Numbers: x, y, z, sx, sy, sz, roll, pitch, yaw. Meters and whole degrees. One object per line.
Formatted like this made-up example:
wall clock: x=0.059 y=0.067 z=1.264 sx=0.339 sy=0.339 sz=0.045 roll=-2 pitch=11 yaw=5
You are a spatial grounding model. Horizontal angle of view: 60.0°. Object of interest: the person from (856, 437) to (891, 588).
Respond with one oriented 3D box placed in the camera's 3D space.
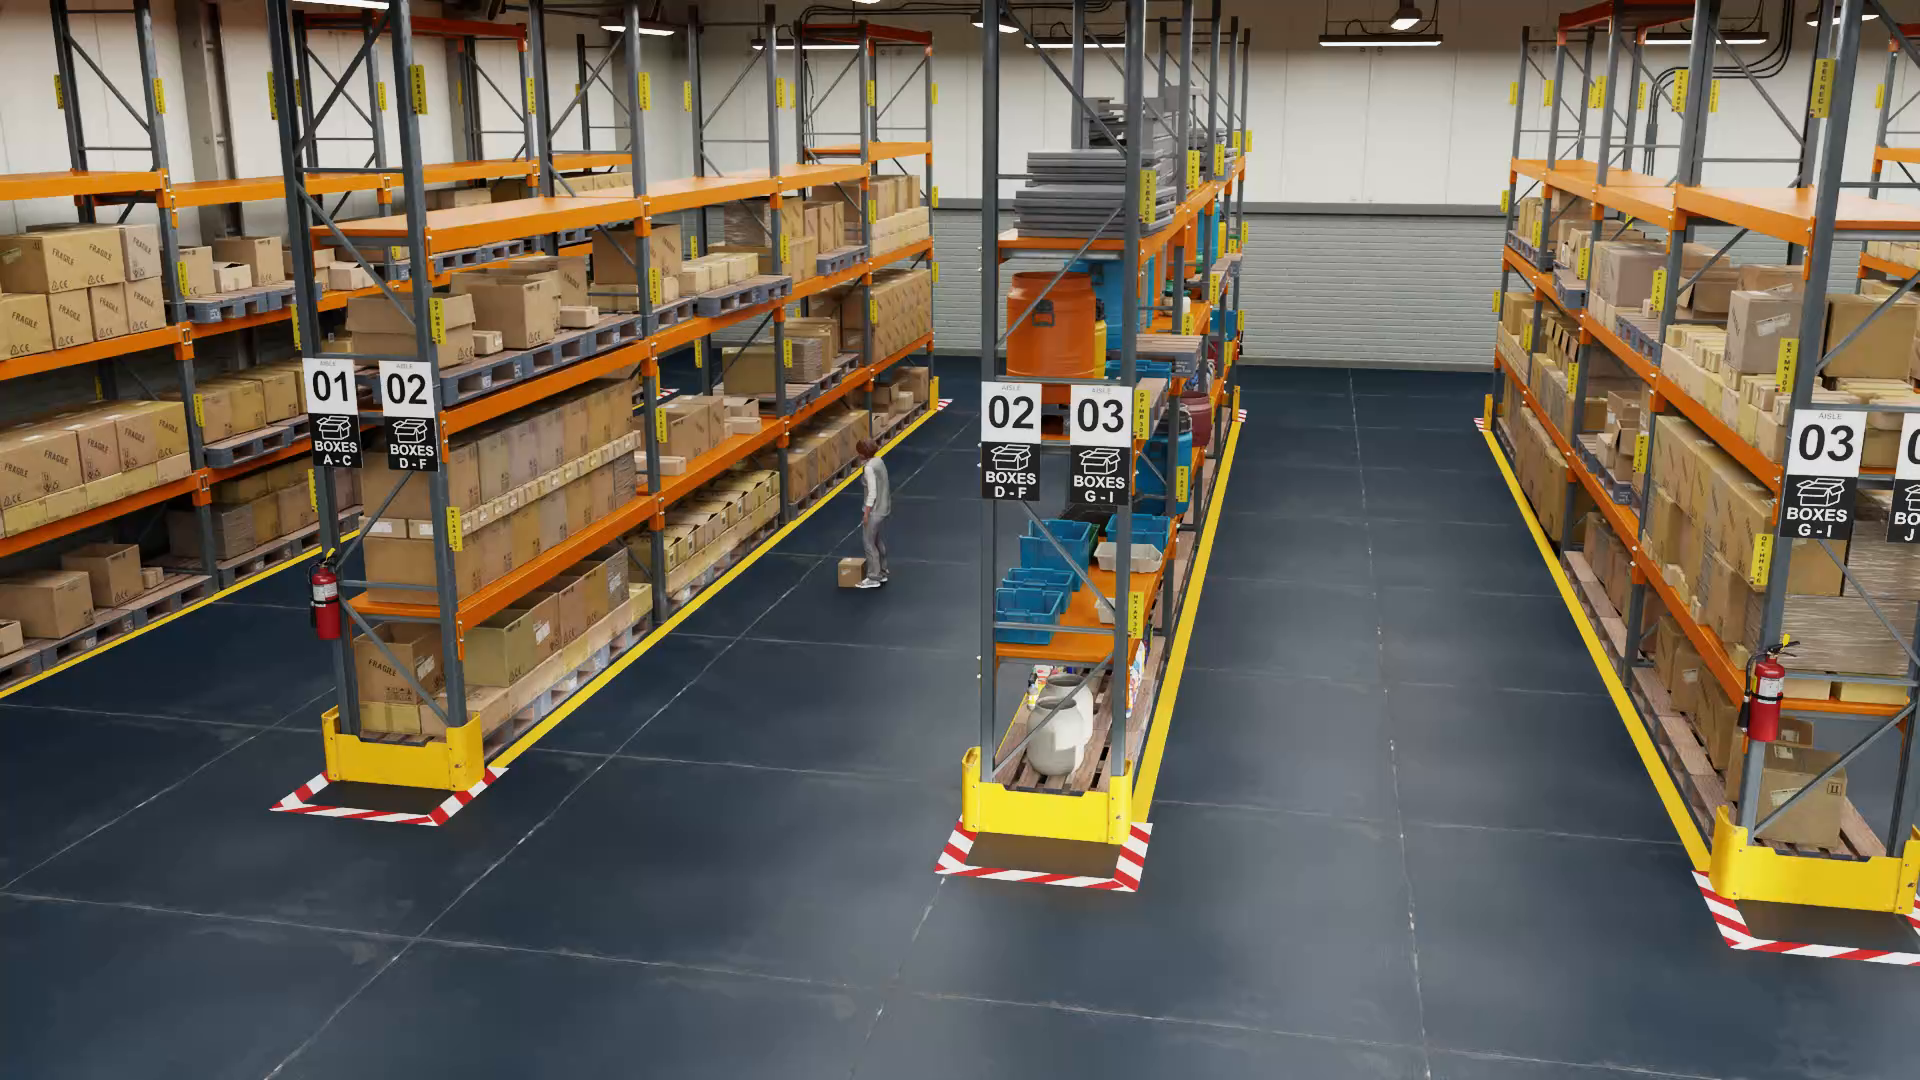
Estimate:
person: x=-0.911 y=-0.293 z=17.423 sx=0.364 sy=1.593 sz=0.463 roll=3 pitch=15 yaw=11
